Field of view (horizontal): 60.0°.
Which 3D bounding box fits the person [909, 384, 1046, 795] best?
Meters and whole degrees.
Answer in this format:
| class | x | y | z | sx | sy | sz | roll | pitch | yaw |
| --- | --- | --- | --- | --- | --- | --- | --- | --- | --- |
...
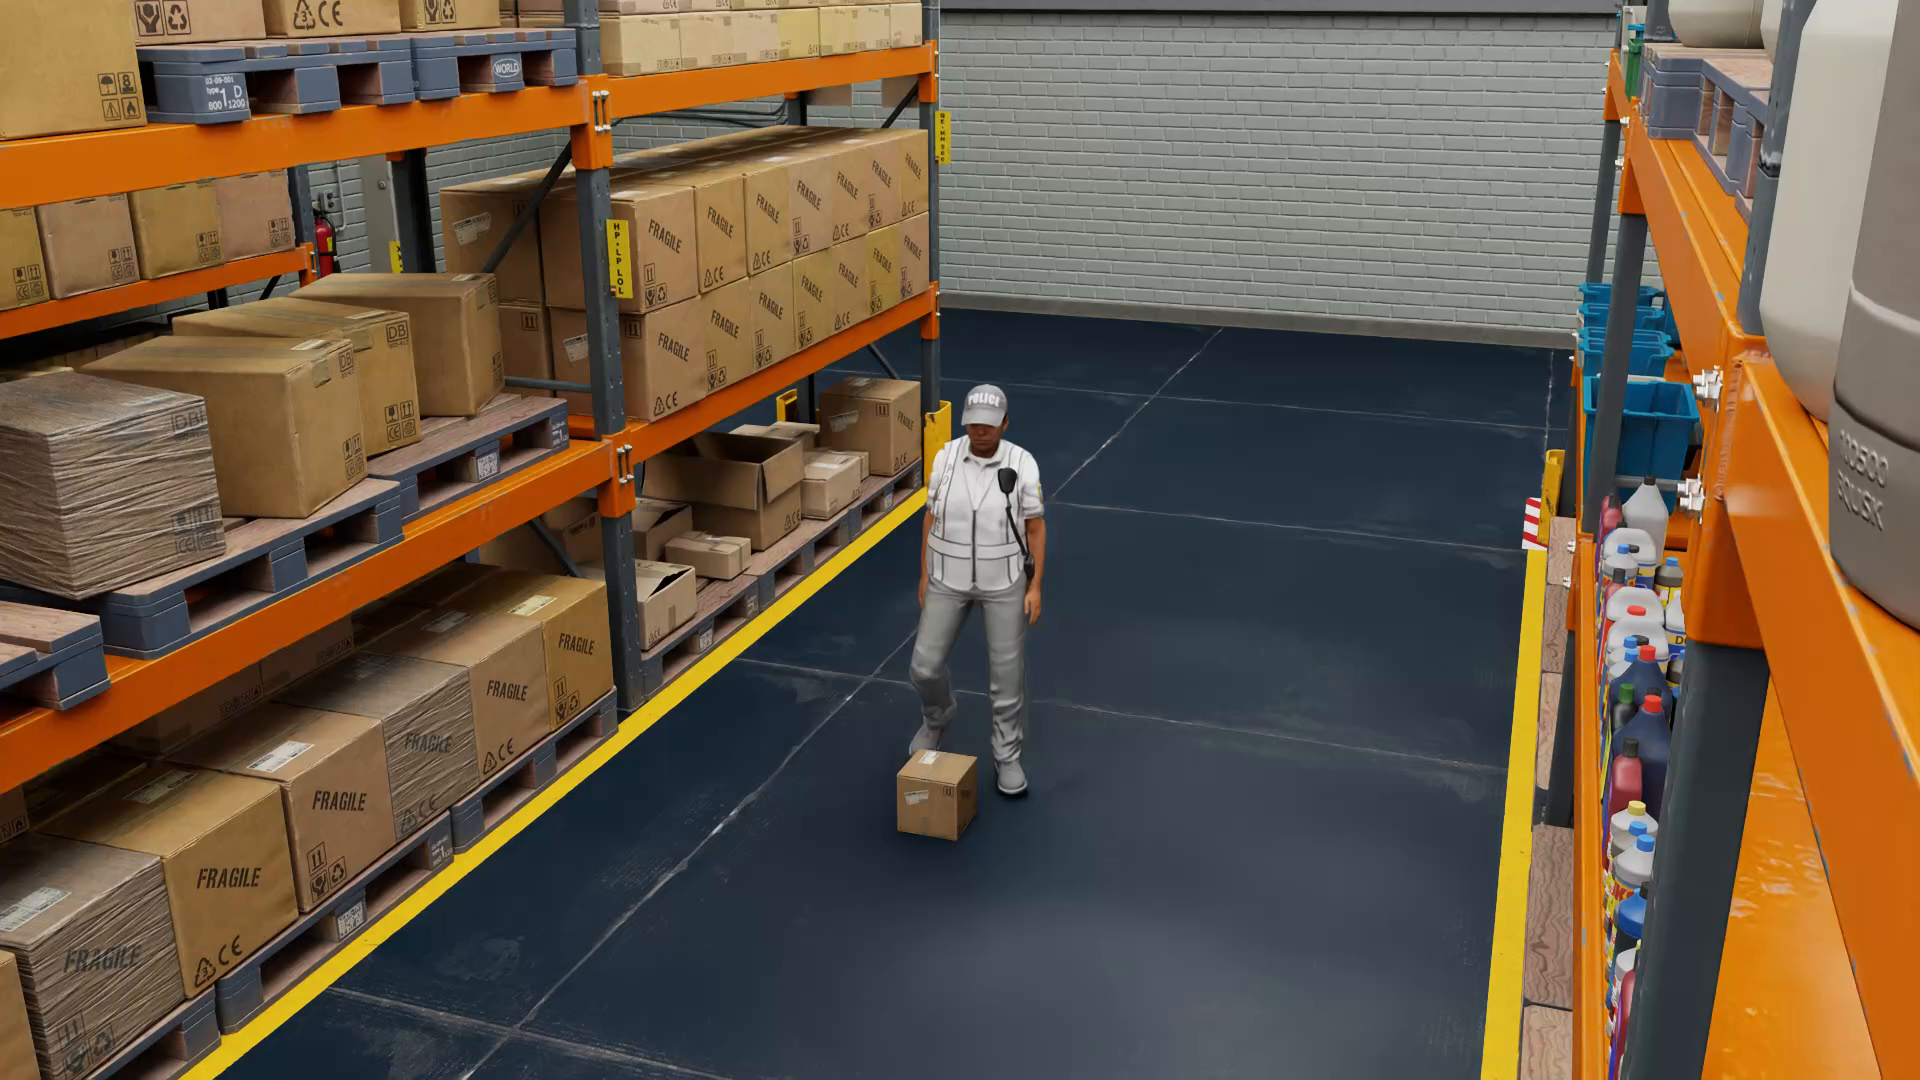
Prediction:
| class | x | y | z | sx | sy | sz | roll | pitch | yaw |
| --- | --- | --- | --- | --- | --- | --- | --- | --- | --- |
| person | 0.062 | 0.181 | 6.803 | 0.573 | 1.668 | 0.486 | 2 | 19 | 6 |
